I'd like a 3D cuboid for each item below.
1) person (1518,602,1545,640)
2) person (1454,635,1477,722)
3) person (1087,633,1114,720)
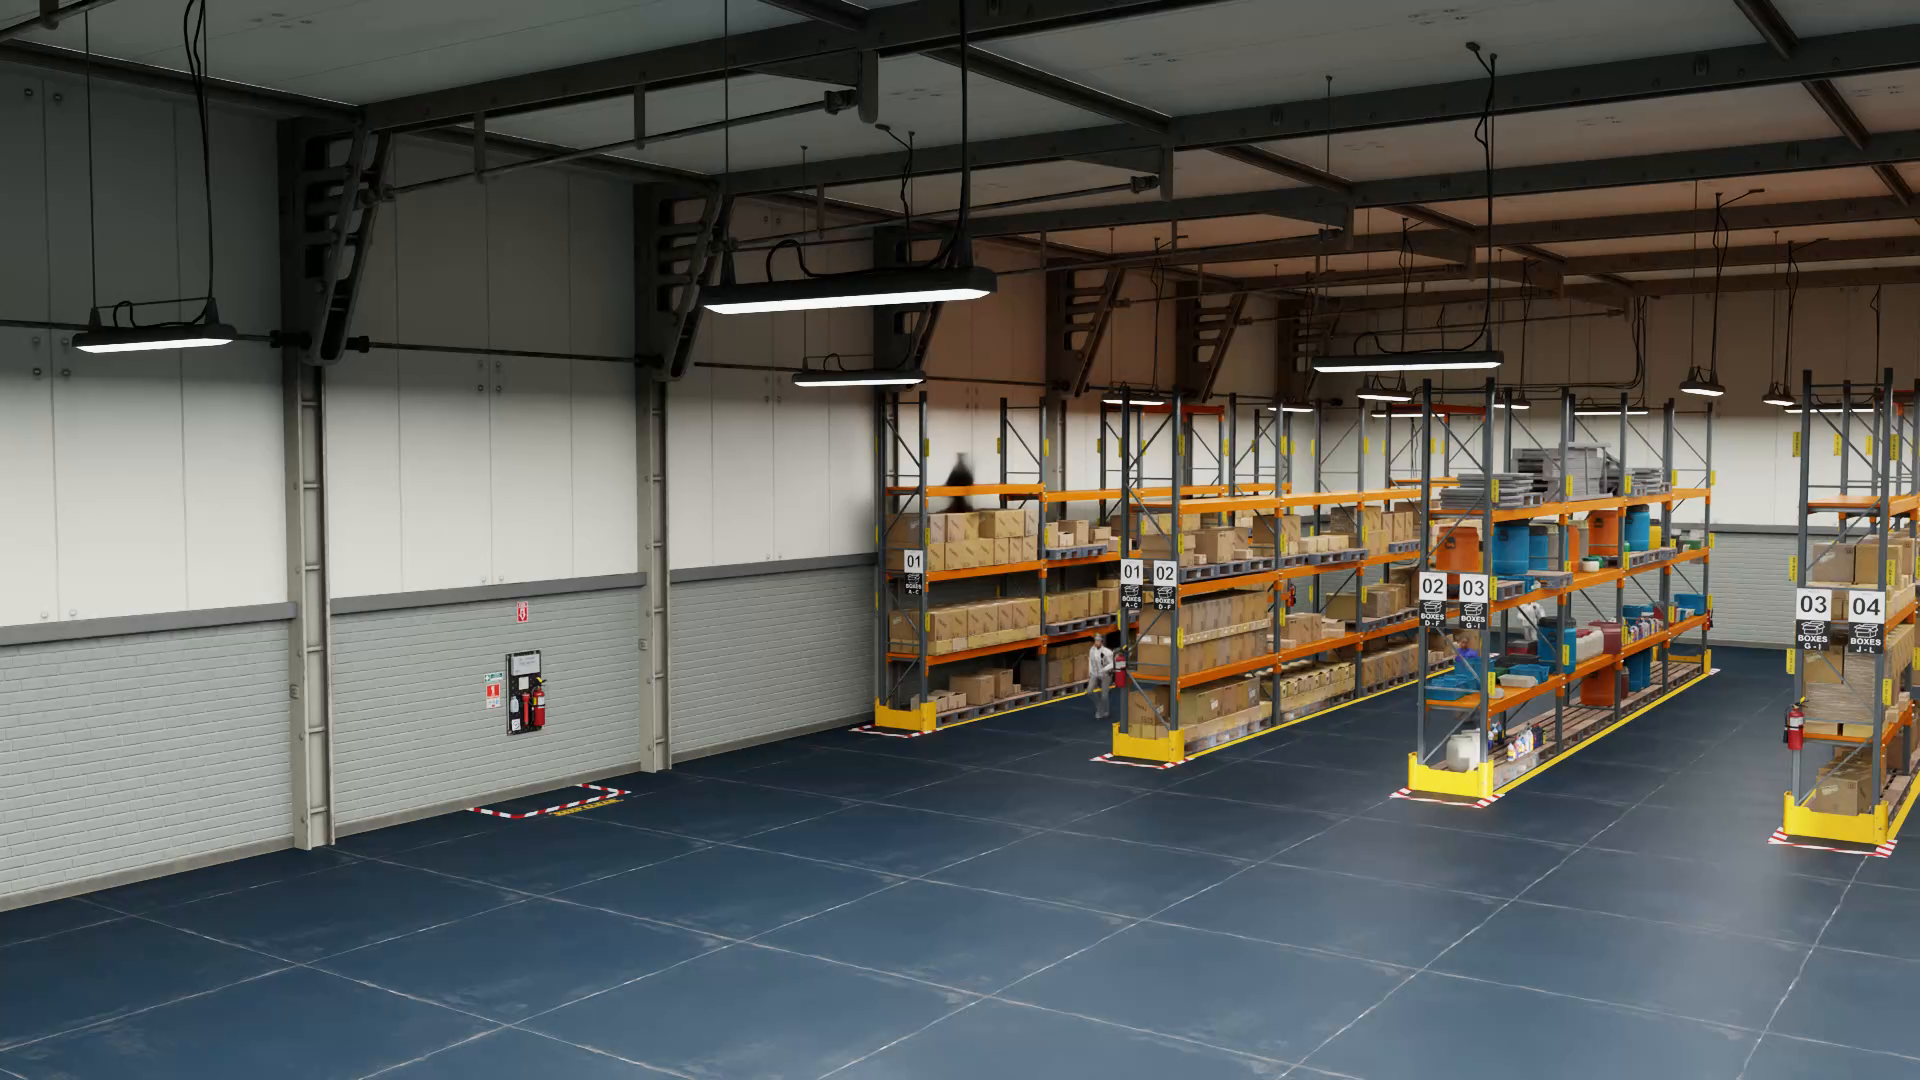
[{"bbox_3d":[13.302,2.024,38.769,0.566,1.700,0.659,2,4,27],"label":"person"},{"bbox_3d":[9.144,2.519,30.093,0.561,1.609,0.772,3,4,41],"label":"person"},{"bbox_3d":[2.610,2.500,30.670,0.613,1.617,0.770,2,4,28],"label":"person"}]
